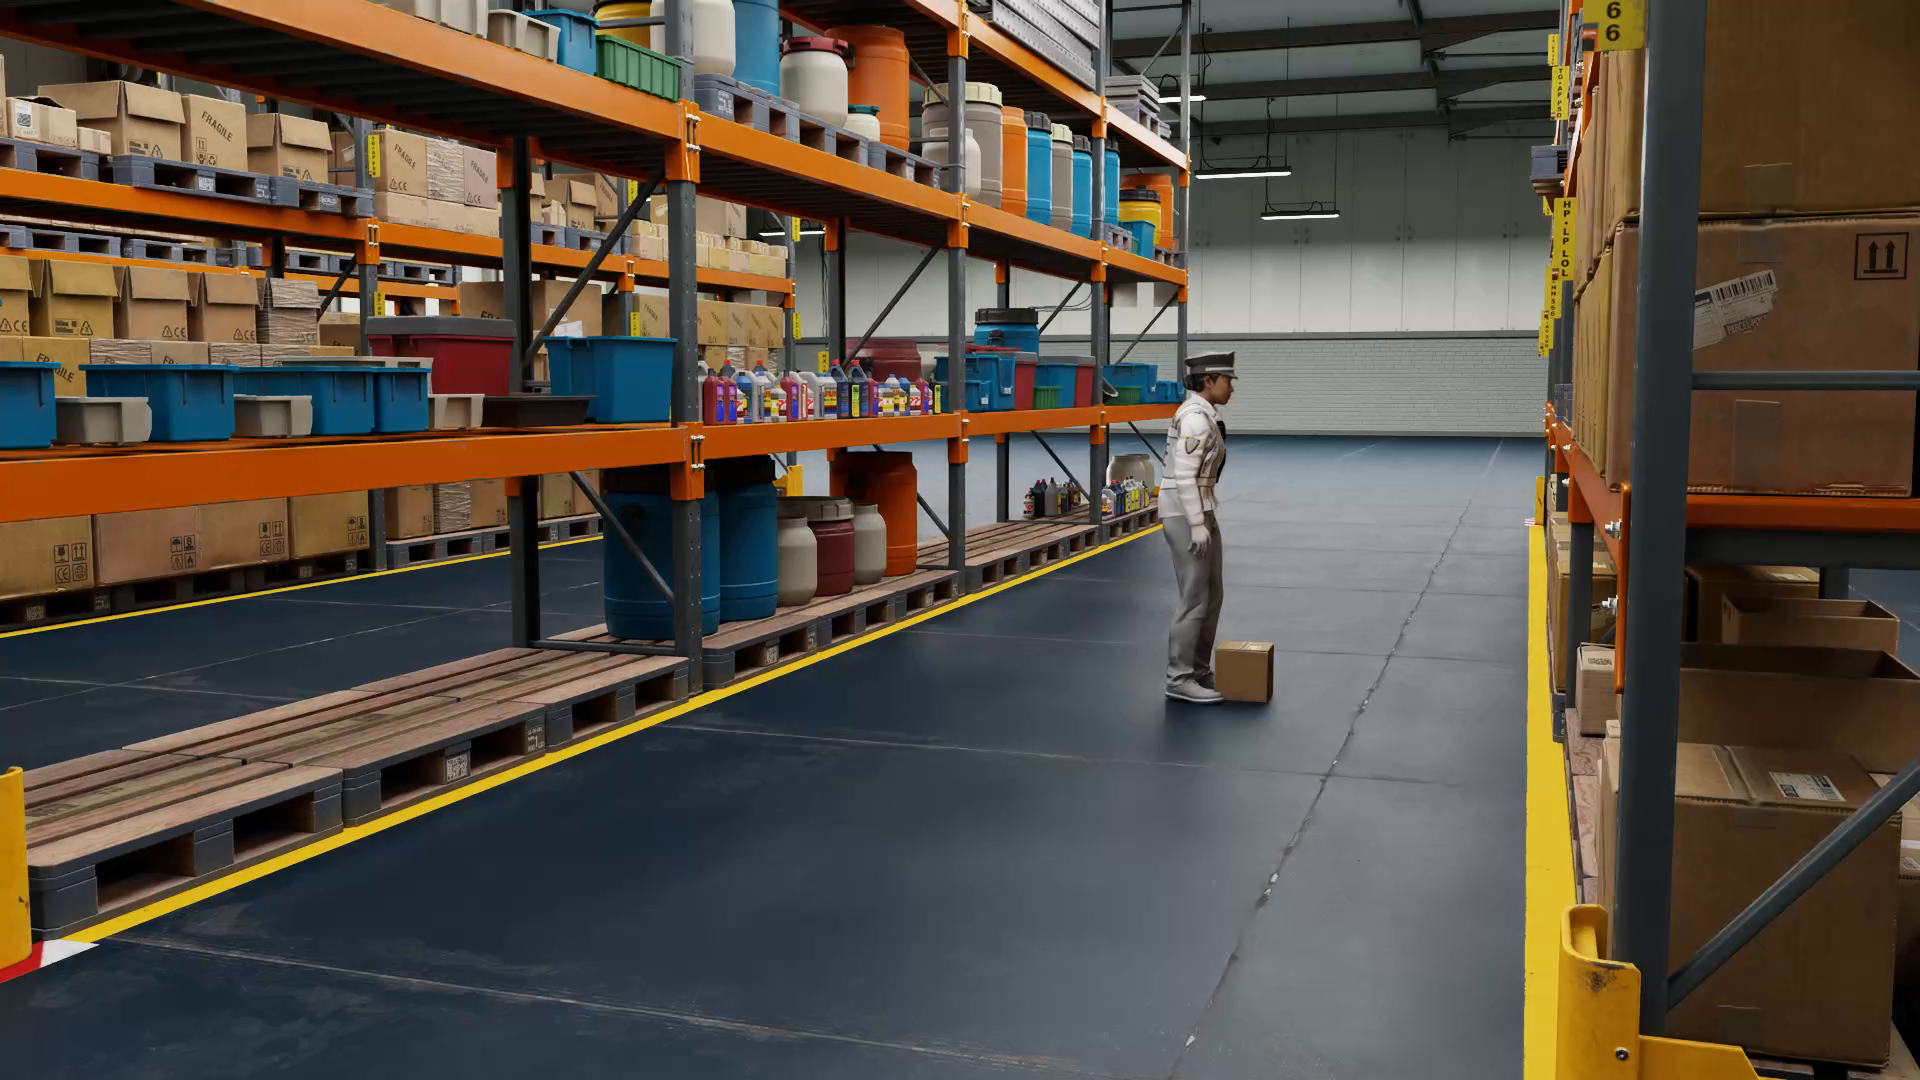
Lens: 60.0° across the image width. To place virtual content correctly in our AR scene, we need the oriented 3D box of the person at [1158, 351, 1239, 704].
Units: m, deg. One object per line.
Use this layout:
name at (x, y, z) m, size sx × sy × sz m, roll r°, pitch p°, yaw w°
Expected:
person at (1.165, -0.076, 8.037) m, size 0.406 × 1.664 × 0.540 m, roll 2°, pitch 6°, yaw 17°
